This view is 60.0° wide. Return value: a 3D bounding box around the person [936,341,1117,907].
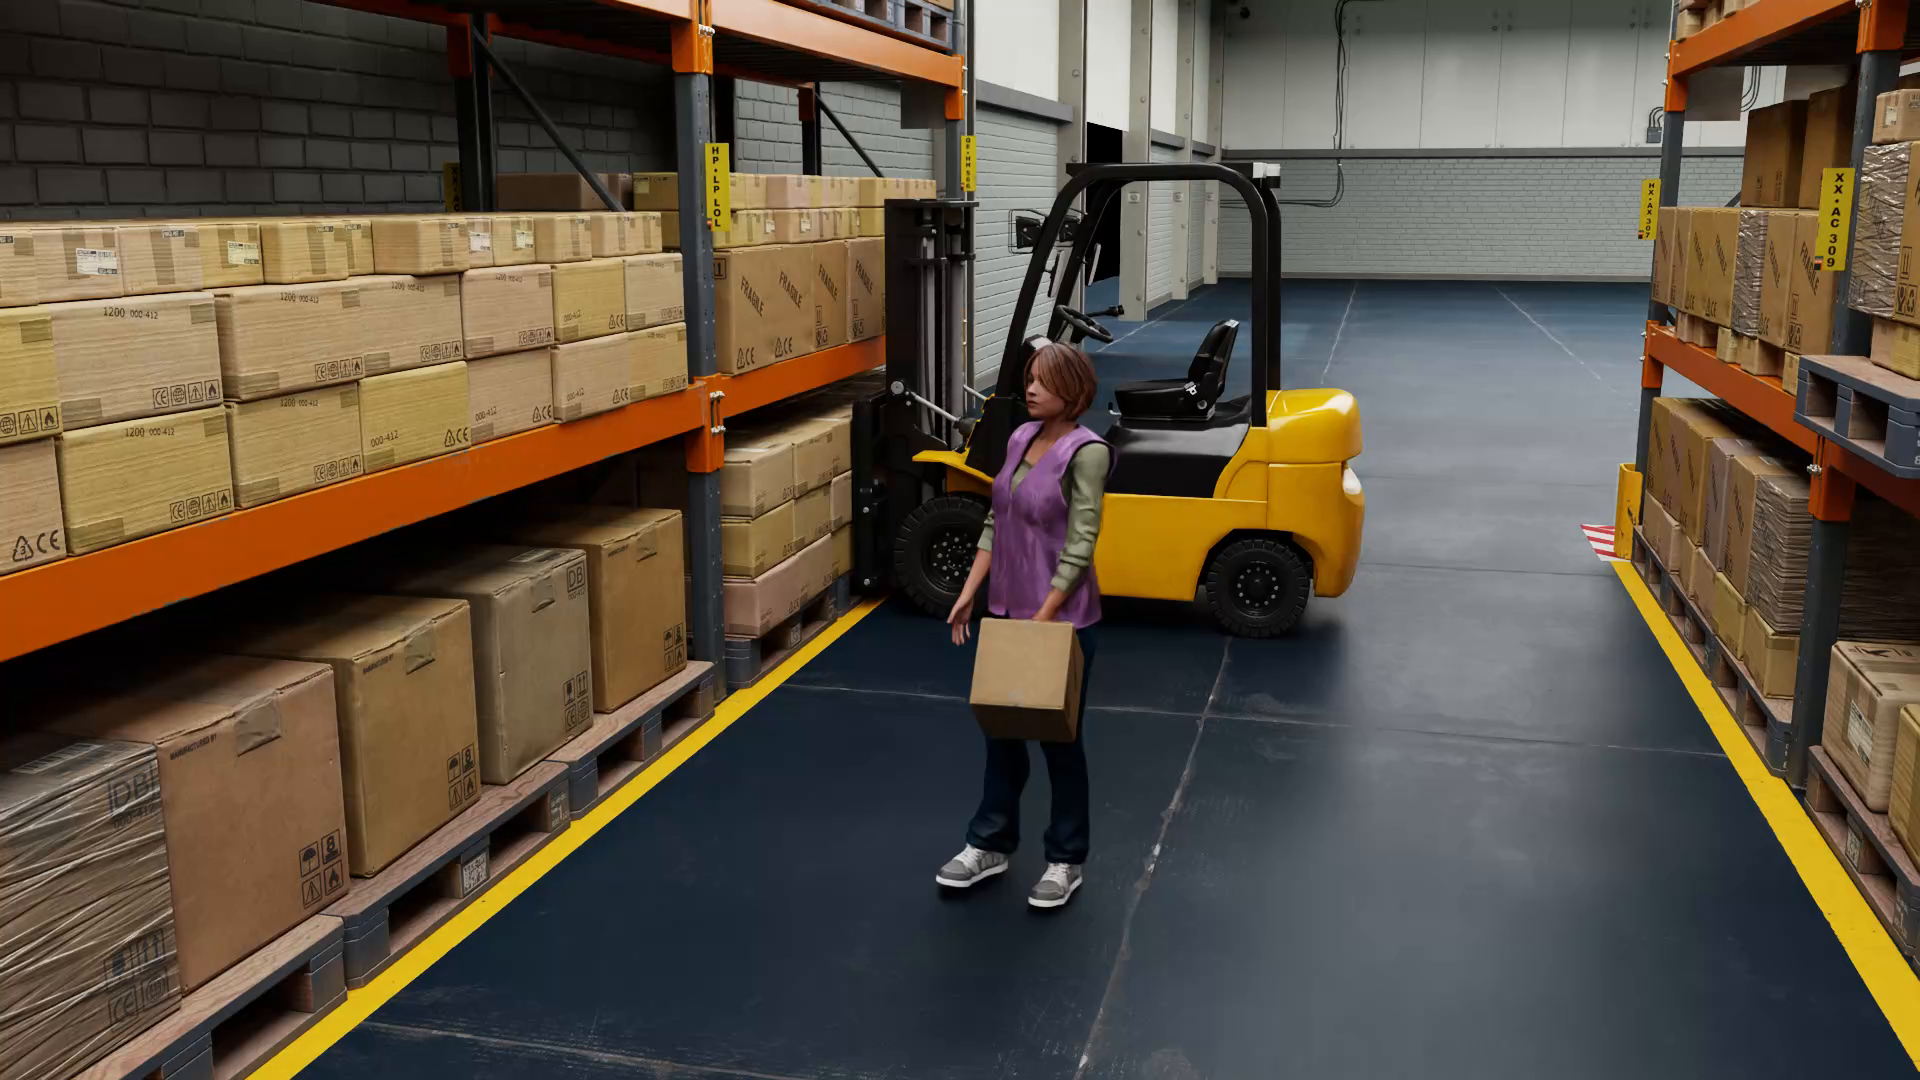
[{"bbox_3d":[0.192,0.245,4.726,0.443,1.603,0.434,-8,14,-35],"label":"person"}]
